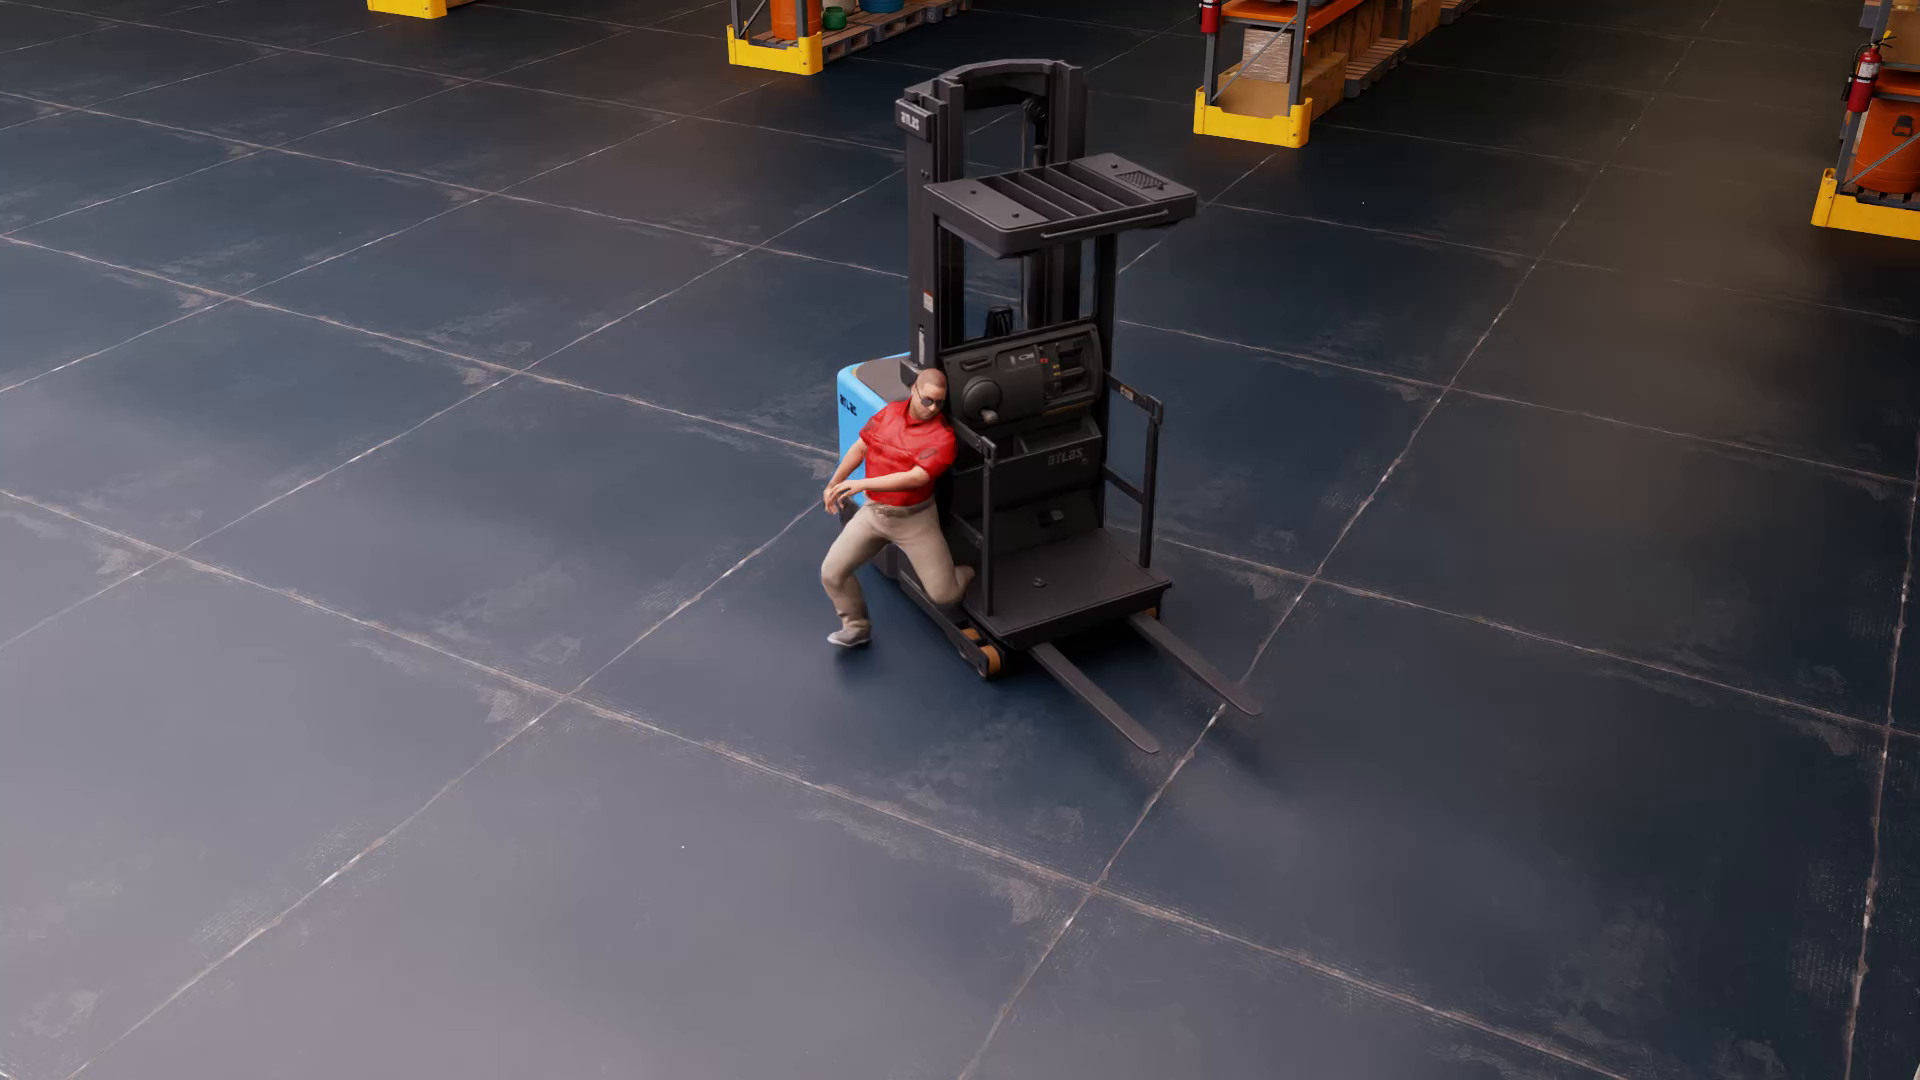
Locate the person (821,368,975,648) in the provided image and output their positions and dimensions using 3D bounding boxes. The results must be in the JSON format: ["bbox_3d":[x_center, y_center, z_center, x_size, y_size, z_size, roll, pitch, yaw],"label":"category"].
[{"bbox_3d":[-0.364,-0.122,8.631,0.838,1.598,0.851,14,33,23],"label":"person"}]

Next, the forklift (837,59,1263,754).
[{"bbox_3d":[0.441,-0.811,8.476,1.130,2.935,3.031,-16,34,-25],"label":"forklift"}]
